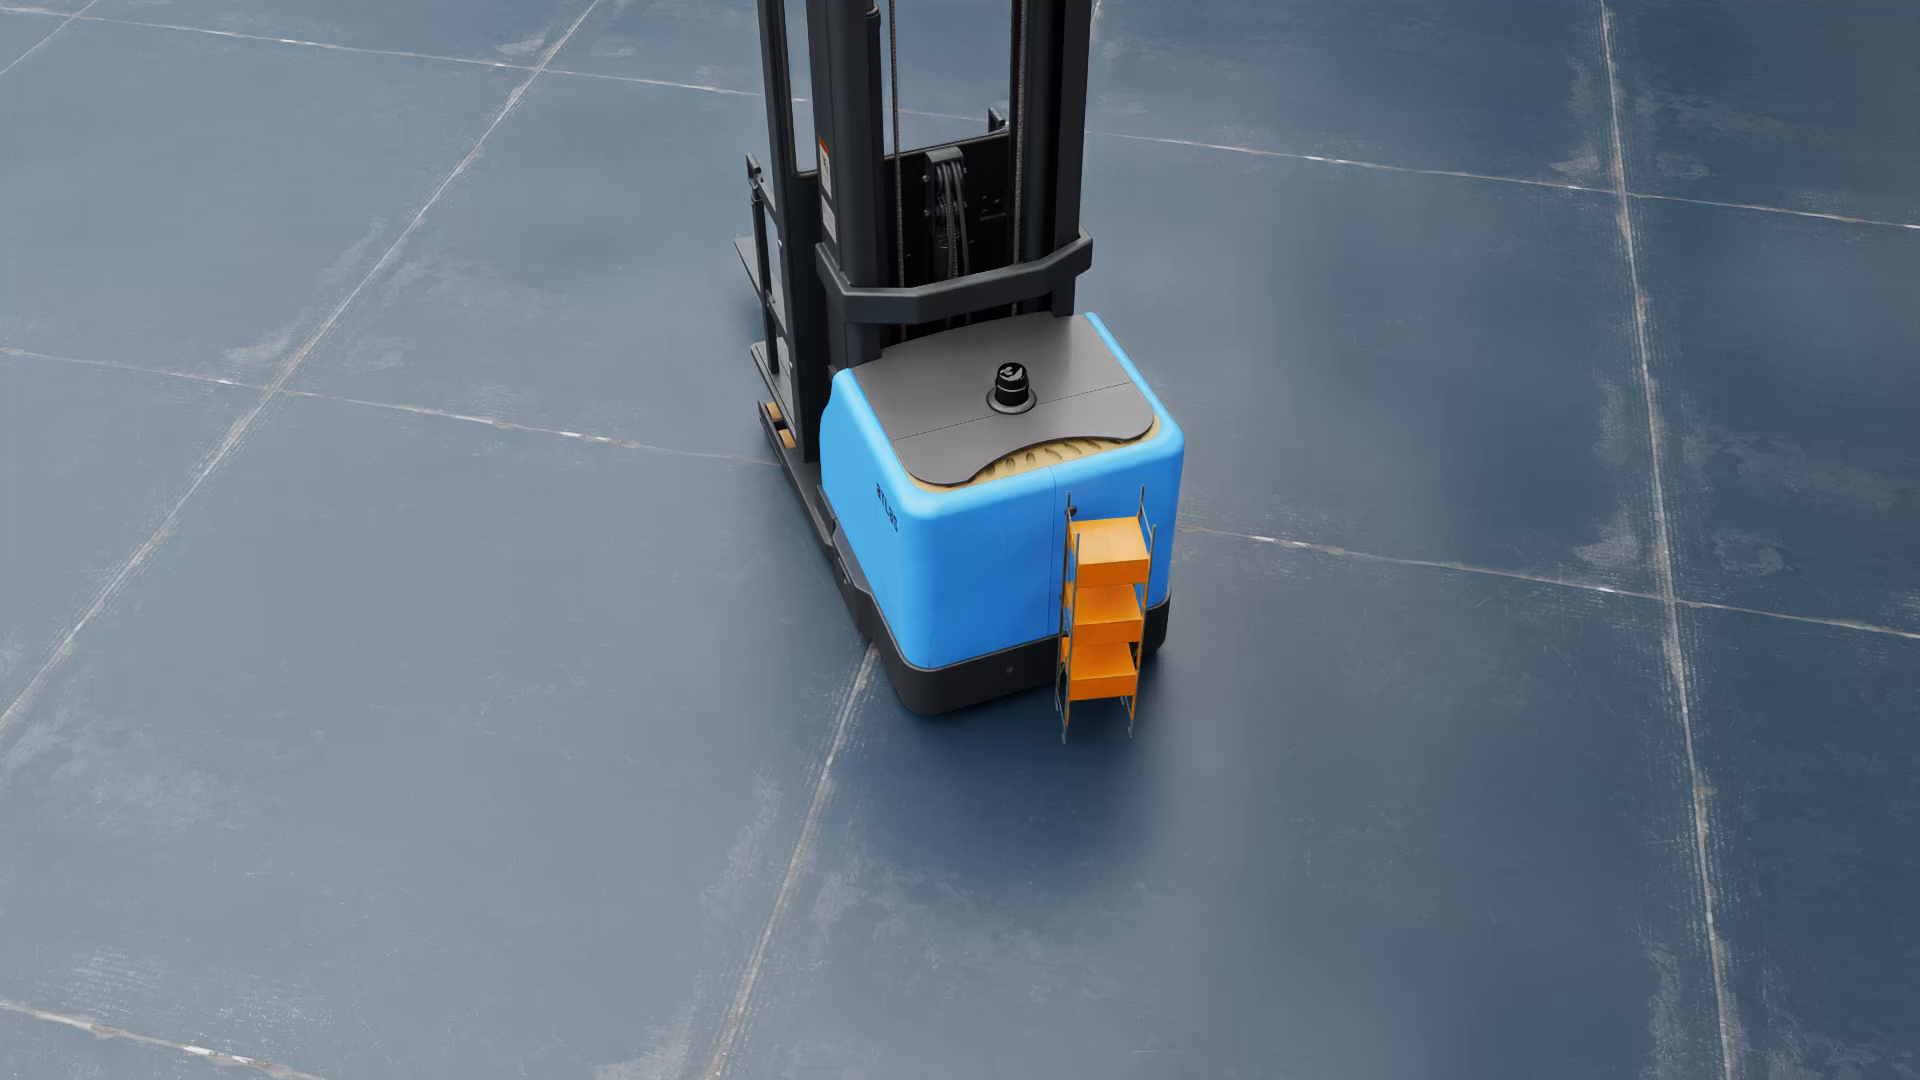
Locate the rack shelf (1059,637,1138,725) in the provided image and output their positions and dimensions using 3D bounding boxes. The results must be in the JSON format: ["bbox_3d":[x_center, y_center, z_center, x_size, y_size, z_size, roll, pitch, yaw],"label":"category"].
[{"bbox_3d":[0.486,0.485,5.905,0.240,0.259,0.215,-5,44,-5],"label":"rack shelf"}]

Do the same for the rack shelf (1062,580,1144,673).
[{"bbox_3d":[0.486,0.285,5.712,0.240,0.259,0.215,-5,44,-5],"label":"rack shelf"}]

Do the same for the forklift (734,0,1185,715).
[{"bbox_3d":[-0.223,-1.461,6.154,1.130,2.935,3.031,-15,46,-15],"label":"forklift"}]

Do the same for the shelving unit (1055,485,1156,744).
[{"bbox_3d":[0.486,0.278,5.705,0.252,1.050,0.215,-5,44,-5],"label":"shelving unit"}]

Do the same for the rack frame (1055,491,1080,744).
[{"bbox_3d":[0.365,0.288,5.694,0.008,1.050,0.200,-5,44,-5],"label":"rack frame"}]

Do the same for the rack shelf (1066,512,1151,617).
[{"bbox_3d":[0.486,0.081,5.515,0.240,0.259,0.215,-5,44,-5],"label":"rack shelf"}]

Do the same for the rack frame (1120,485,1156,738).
[{"bbox_3d":[0.607,0.268,5.715,0.008,1.050,0.200,-5,44,-5],"label":"rack frame"}]
